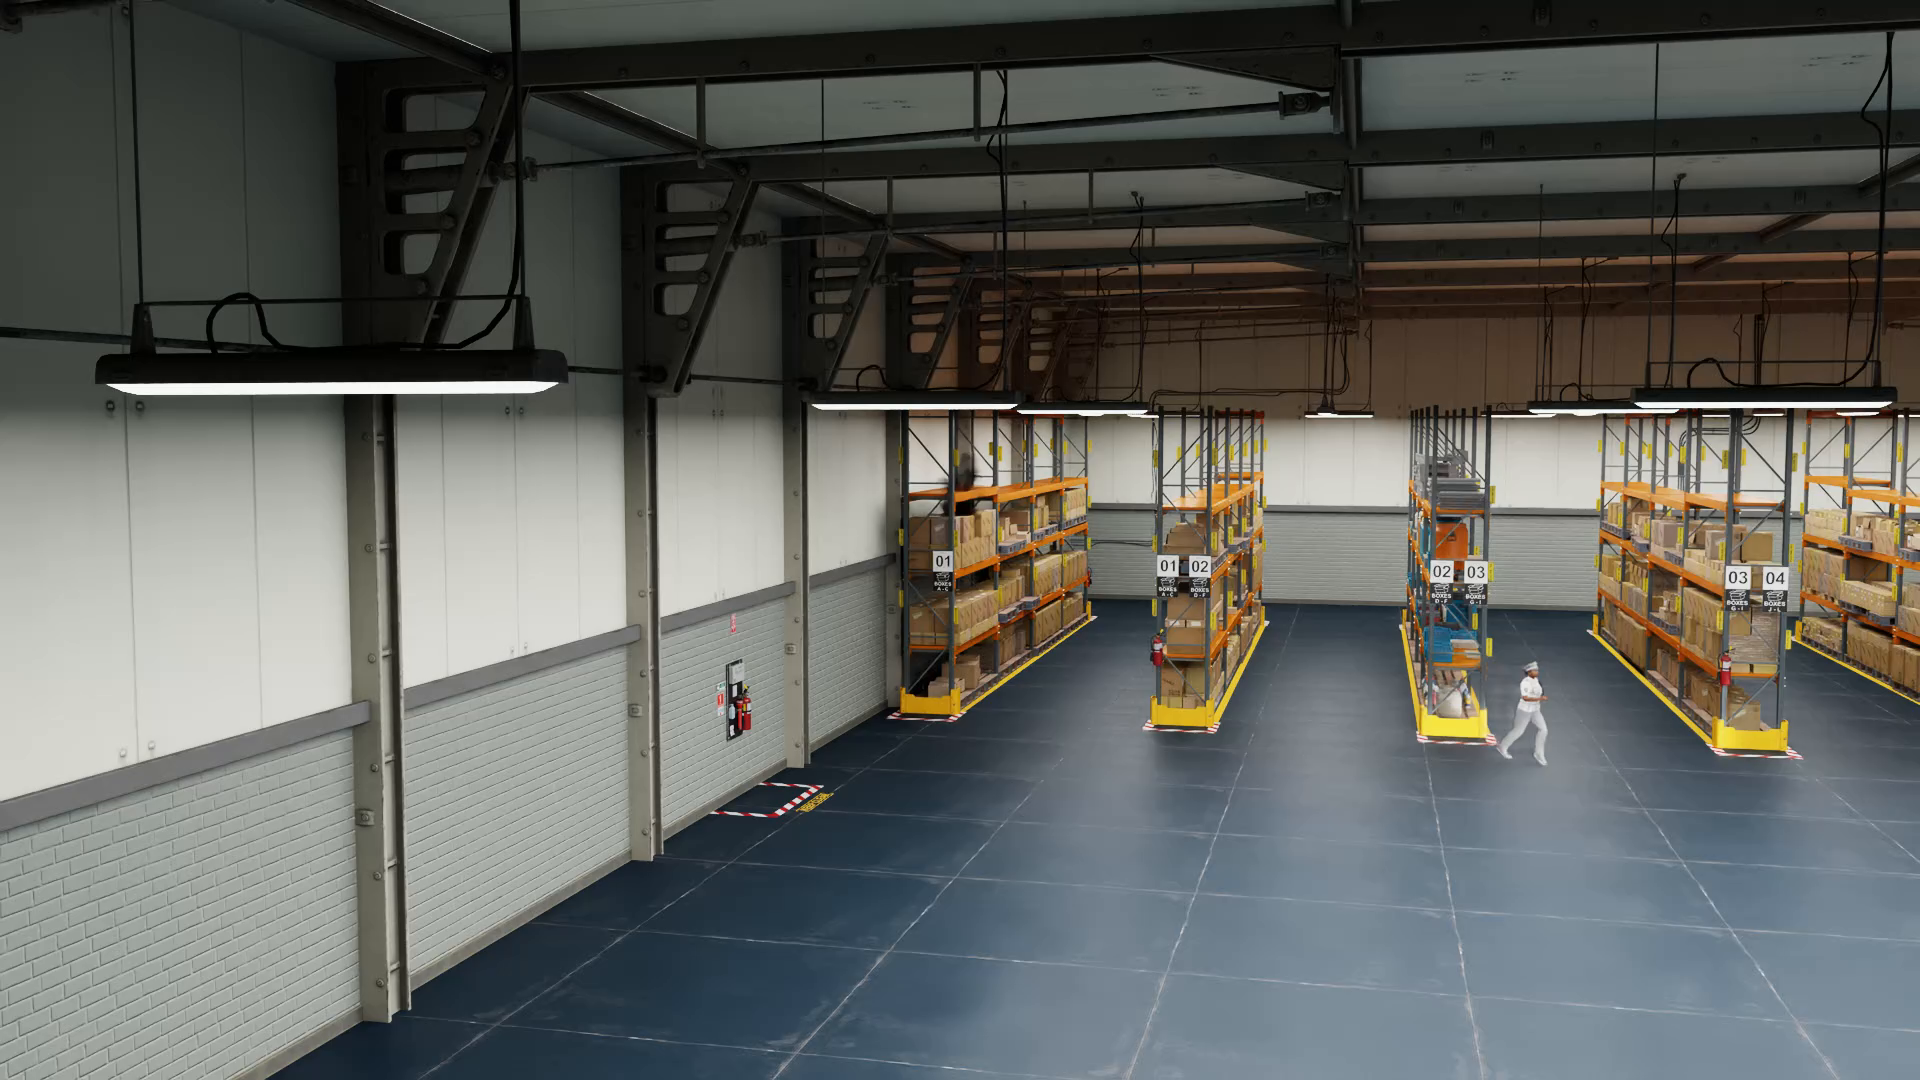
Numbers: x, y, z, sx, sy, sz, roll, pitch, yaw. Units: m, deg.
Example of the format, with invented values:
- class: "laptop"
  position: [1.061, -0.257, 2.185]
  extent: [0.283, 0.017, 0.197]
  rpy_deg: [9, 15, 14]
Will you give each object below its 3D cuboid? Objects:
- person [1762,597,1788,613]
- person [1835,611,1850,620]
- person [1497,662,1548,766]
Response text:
- class: "person"
  position: [19.332, 1.964, 39.595]
  extent: [0.700, 1.769, 0.975]
  rpy_deg: [1, 4, 17]
- class: "person"
  position: [23.423, 1.693, 44.022]
  extent: [0.670, 1.714, 0.634]
  rpy_deg: [-3, 5, -33]
- class: "person"
  position: [9.490, 2.886, 27.850]
  extent: [0.586, 1.748, 0.892]
  rpy_deg: [-3, 5, -40]
